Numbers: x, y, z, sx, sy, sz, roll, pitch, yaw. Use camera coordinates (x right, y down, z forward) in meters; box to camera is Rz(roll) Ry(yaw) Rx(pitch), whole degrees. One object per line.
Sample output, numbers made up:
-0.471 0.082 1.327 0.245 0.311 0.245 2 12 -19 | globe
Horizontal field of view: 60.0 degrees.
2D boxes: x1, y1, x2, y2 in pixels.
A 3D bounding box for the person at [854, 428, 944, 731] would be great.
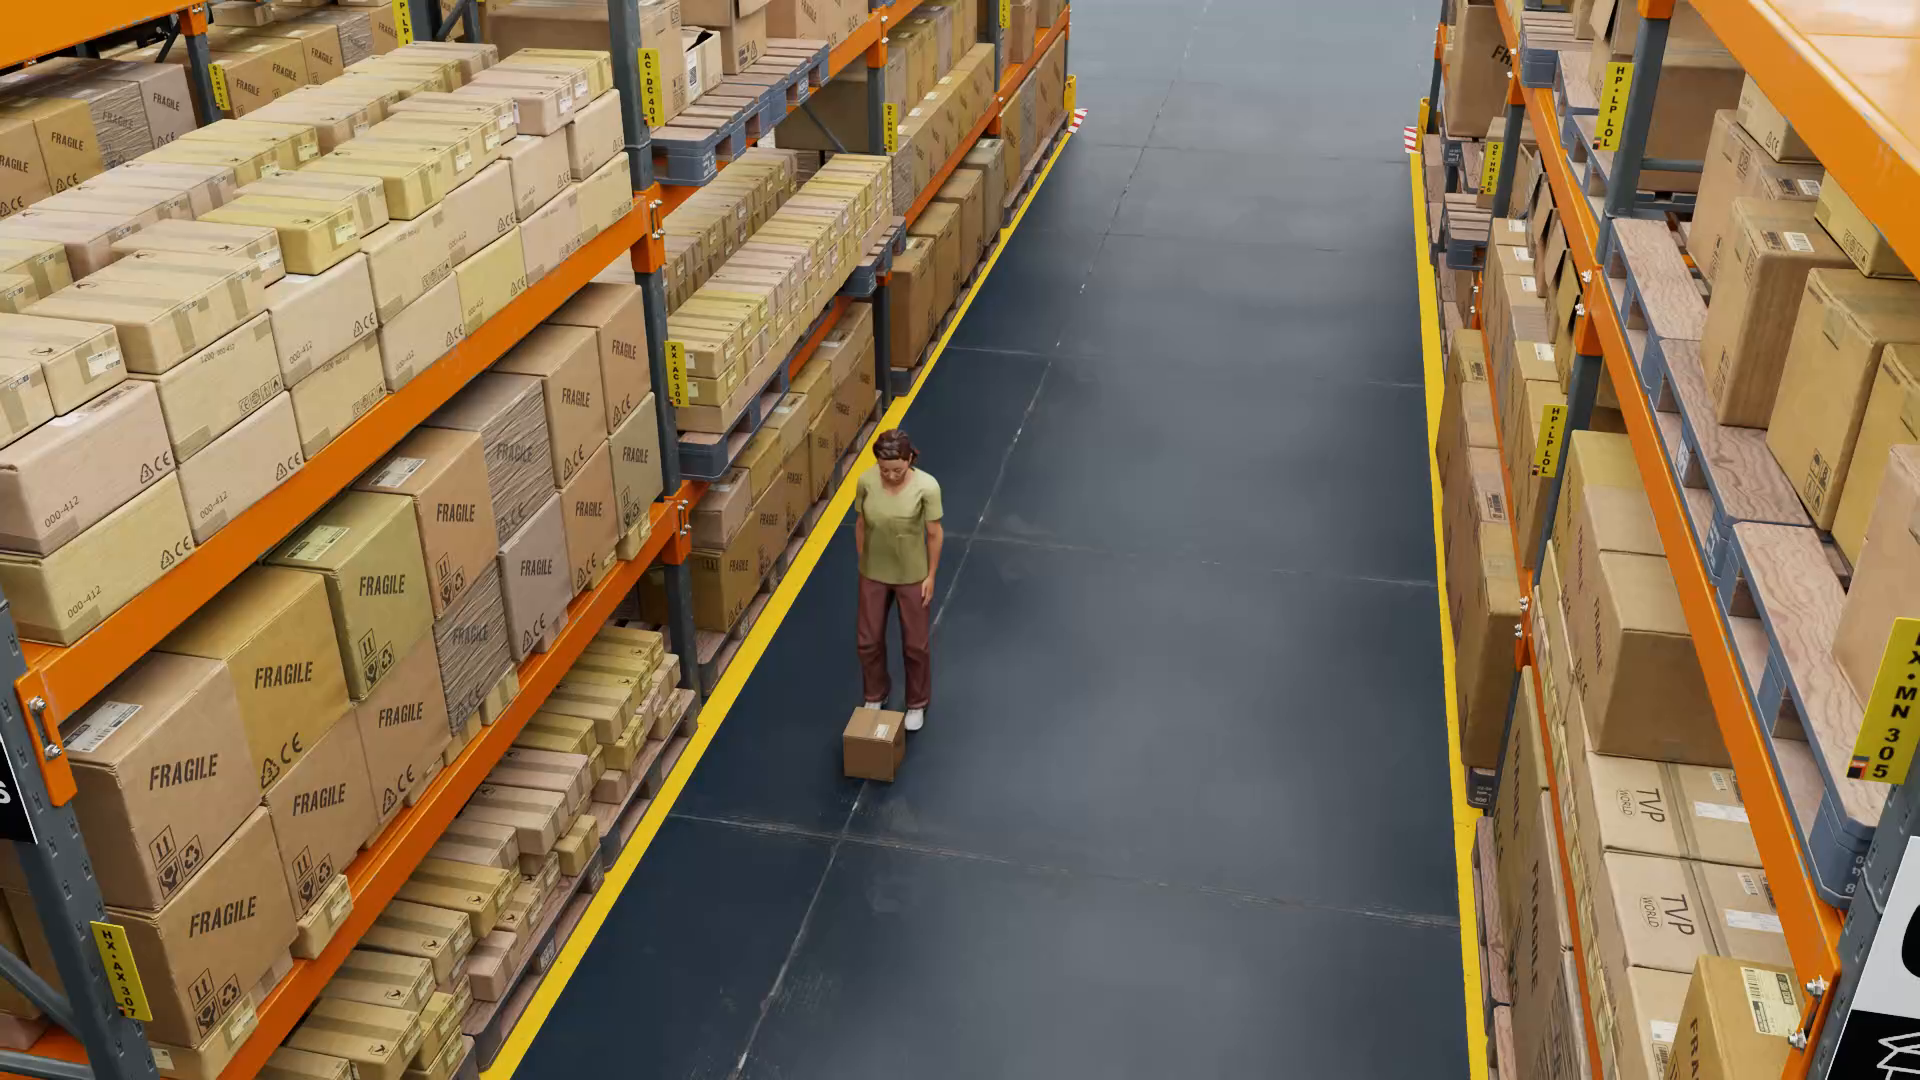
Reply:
-0.309 0.180 8.310 0.455 1.661 0.356 7 30 12 | person
